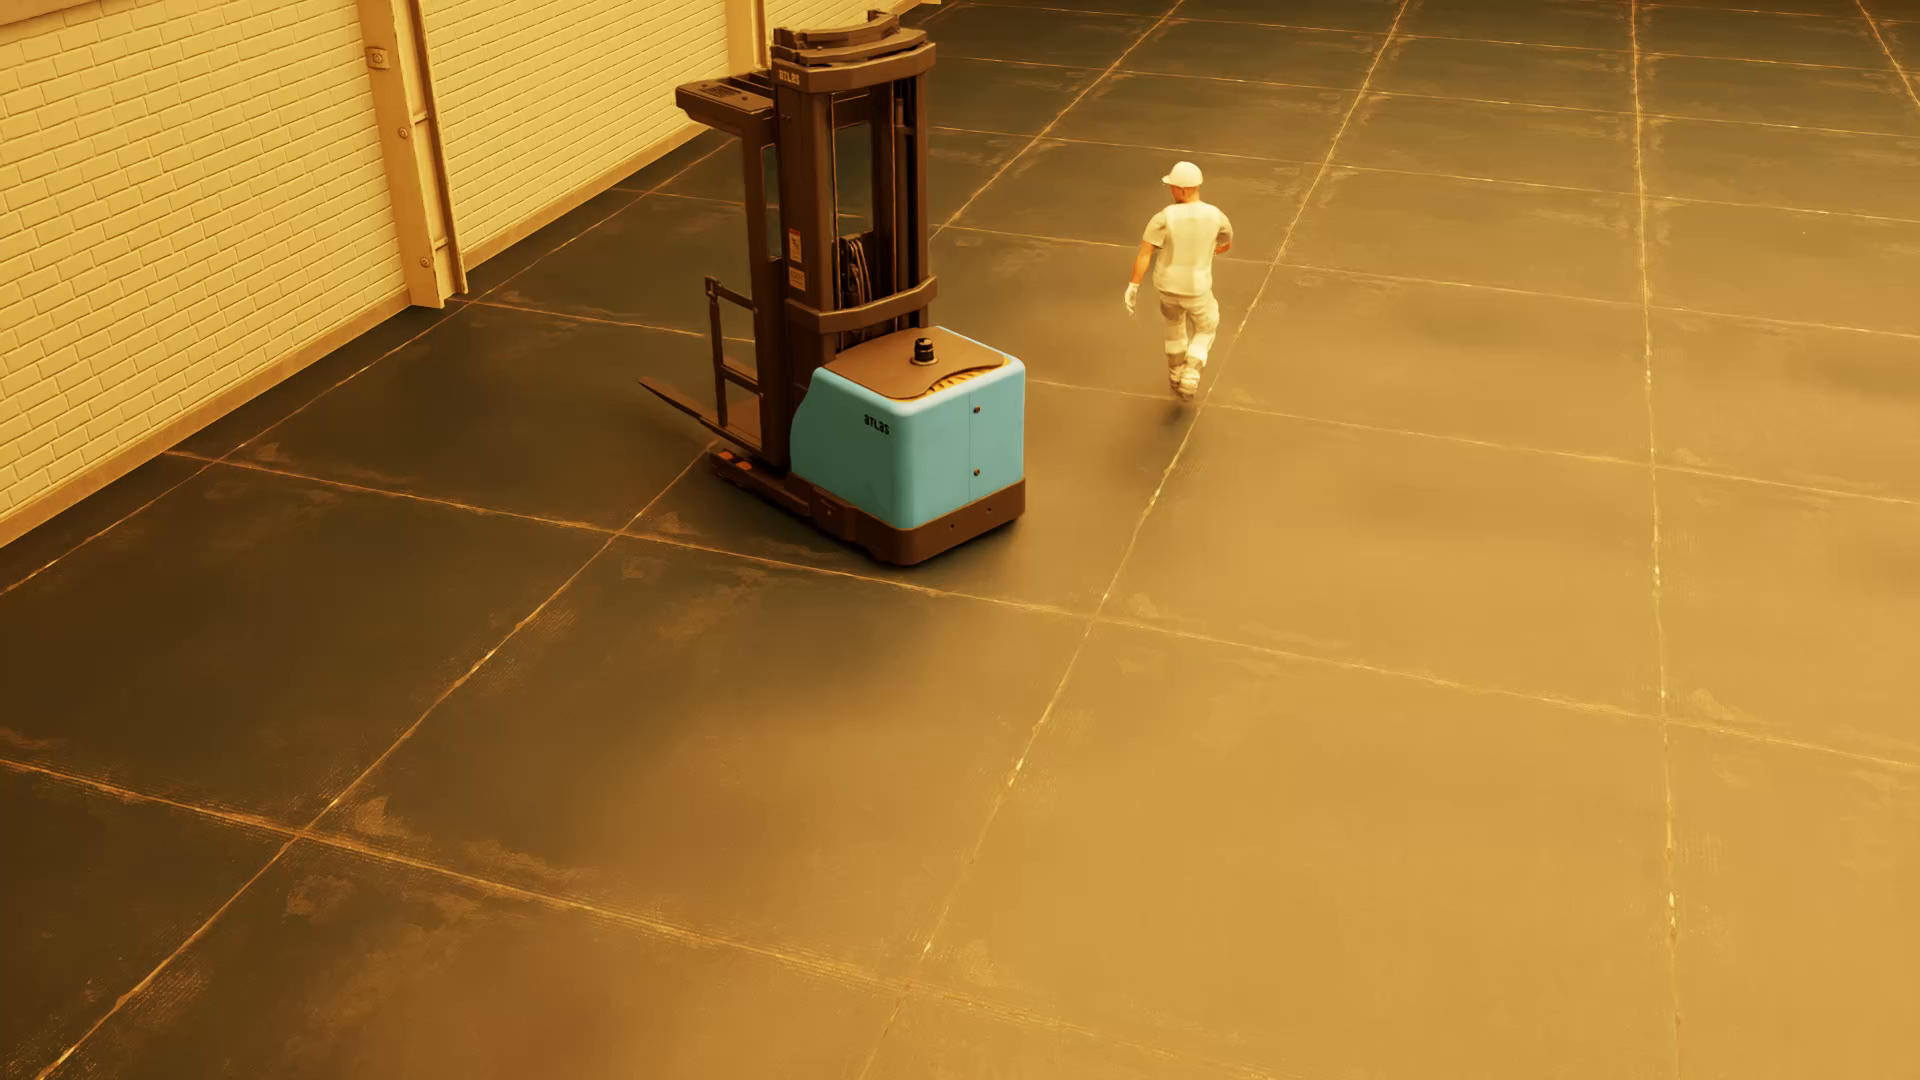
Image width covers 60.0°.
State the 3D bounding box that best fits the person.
[{"bbox_3d":[1.527,-1.776,11.504,0.628,1.707,0.785,10,31,17],"label":"person"}]

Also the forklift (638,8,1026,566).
[{"bbox_3d":[-0.972,-1.764,10.231,1.130,2.935,3.031,-25,38,-36],"label":"forklift"}]
